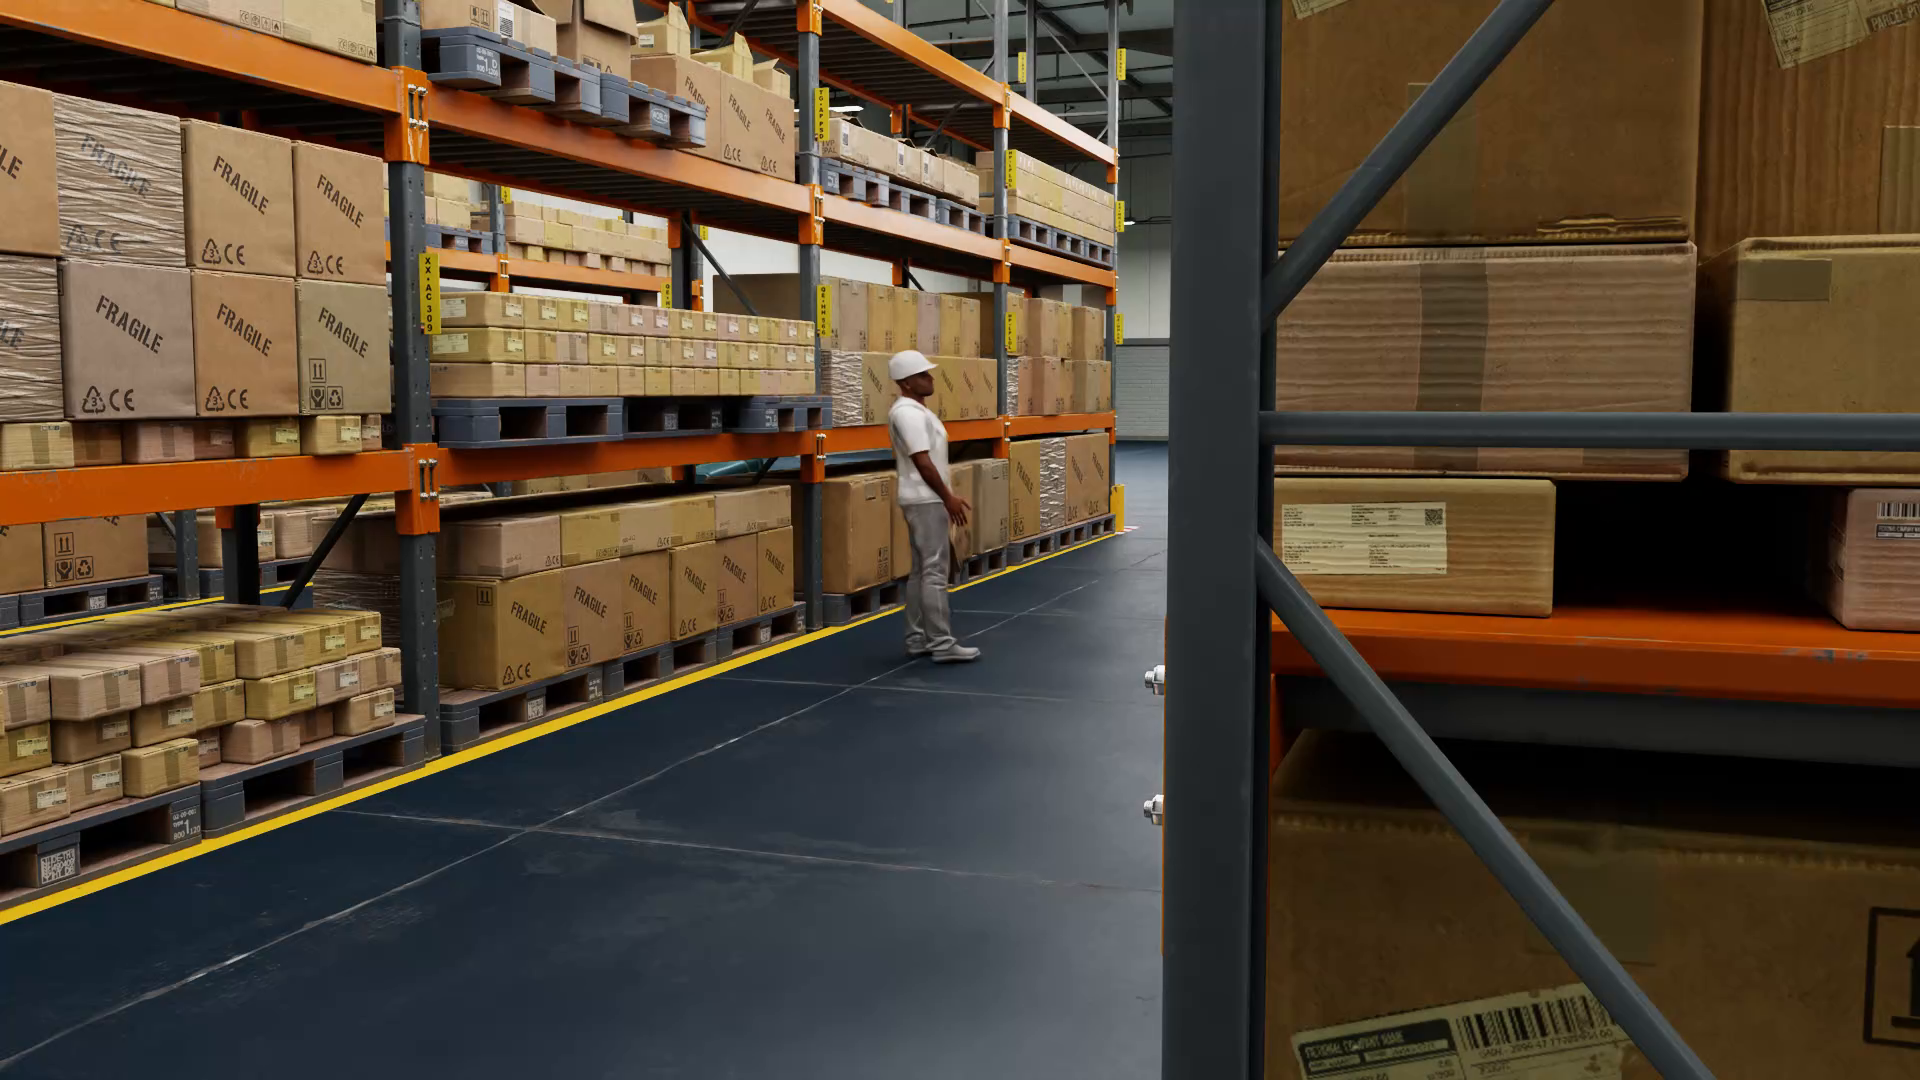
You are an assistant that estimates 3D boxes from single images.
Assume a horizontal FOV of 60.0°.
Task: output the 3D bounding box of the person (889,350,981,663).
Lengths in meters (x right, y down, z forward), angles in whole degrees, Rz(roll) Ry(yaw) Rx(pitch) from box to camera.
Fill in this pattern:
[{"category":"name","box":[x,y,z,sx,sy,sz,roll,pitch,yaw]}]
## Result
[{"category":"person","box":[-0.142,-0.199,9.530,0.521,1.769,0.563,0,5,-1]}]
